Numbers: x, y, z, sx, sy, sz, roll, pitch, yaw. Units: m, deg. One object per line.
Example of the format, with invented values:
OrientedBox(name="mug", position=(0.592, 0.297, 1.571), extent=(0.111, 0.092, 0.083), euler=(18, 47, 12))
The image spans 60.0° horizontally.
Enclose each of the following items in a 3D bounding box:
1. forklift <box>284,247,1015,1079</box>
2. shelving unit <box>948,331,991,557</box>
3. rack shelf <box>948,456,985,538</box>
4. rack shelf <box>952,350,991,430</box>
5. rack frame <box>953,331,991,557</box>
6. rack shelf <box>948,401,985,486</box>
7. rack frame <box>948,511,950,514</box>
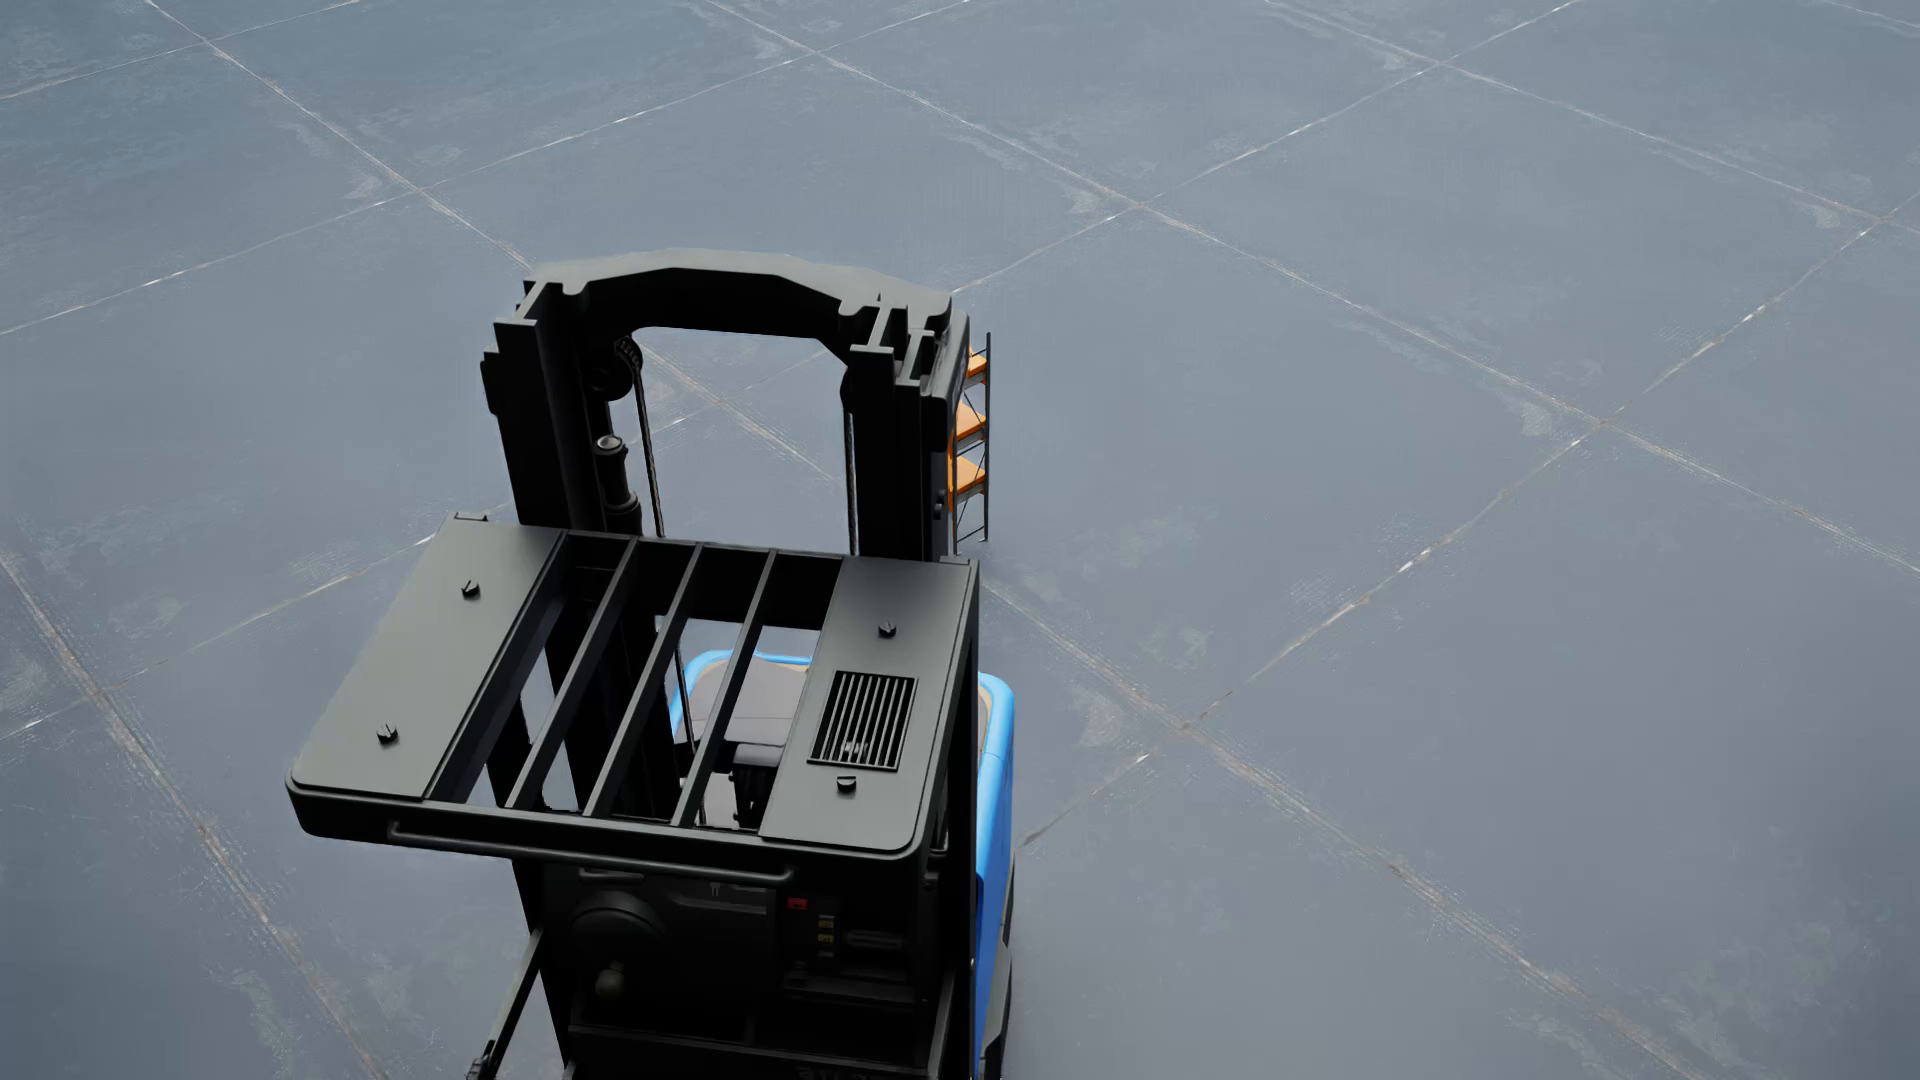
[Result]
OrientedBox(name="forklift", position=(-0.541, 0.978, 3.707), extent=(1.130, 2.935, 3.031), euler=(5, 39, 6))
OrientedBox(name="shelving unit", position=(-0.036, -0.433, 6.951), extent=(0.215, 1.050, 0.252), euler=(-30, 48, -32))
OrientedBox(name="rack shelf", position=(-0.036, -0.209, 7.132), extent=(0.215, 0.259, 0.240), euler=(-30, 48, -32))
OrientedBox(name="rack shelf", position=(-0.036, -0.646, 6.779), extent=(0.215, 0.259, 0.240), euler=(-30, 48, -32))
OrientedBox(name="rack frame", position=(0.046, -0.377, 6.881), extent=(0.200, 1.050, 0.008), euler=(-30, 48, -32))
OrientedBox(name="rack shelf", position=(-0.036, -0.425, 6.957), extent=(0.215, 0.259, 0.240), euler=(-30, 48, -32))
OrientedBox(name="rack frame", position=(-0.119, -0.490, 7.021), extent=(0.200, 1.050, 0.008), euler=(-30, 48, -32))
